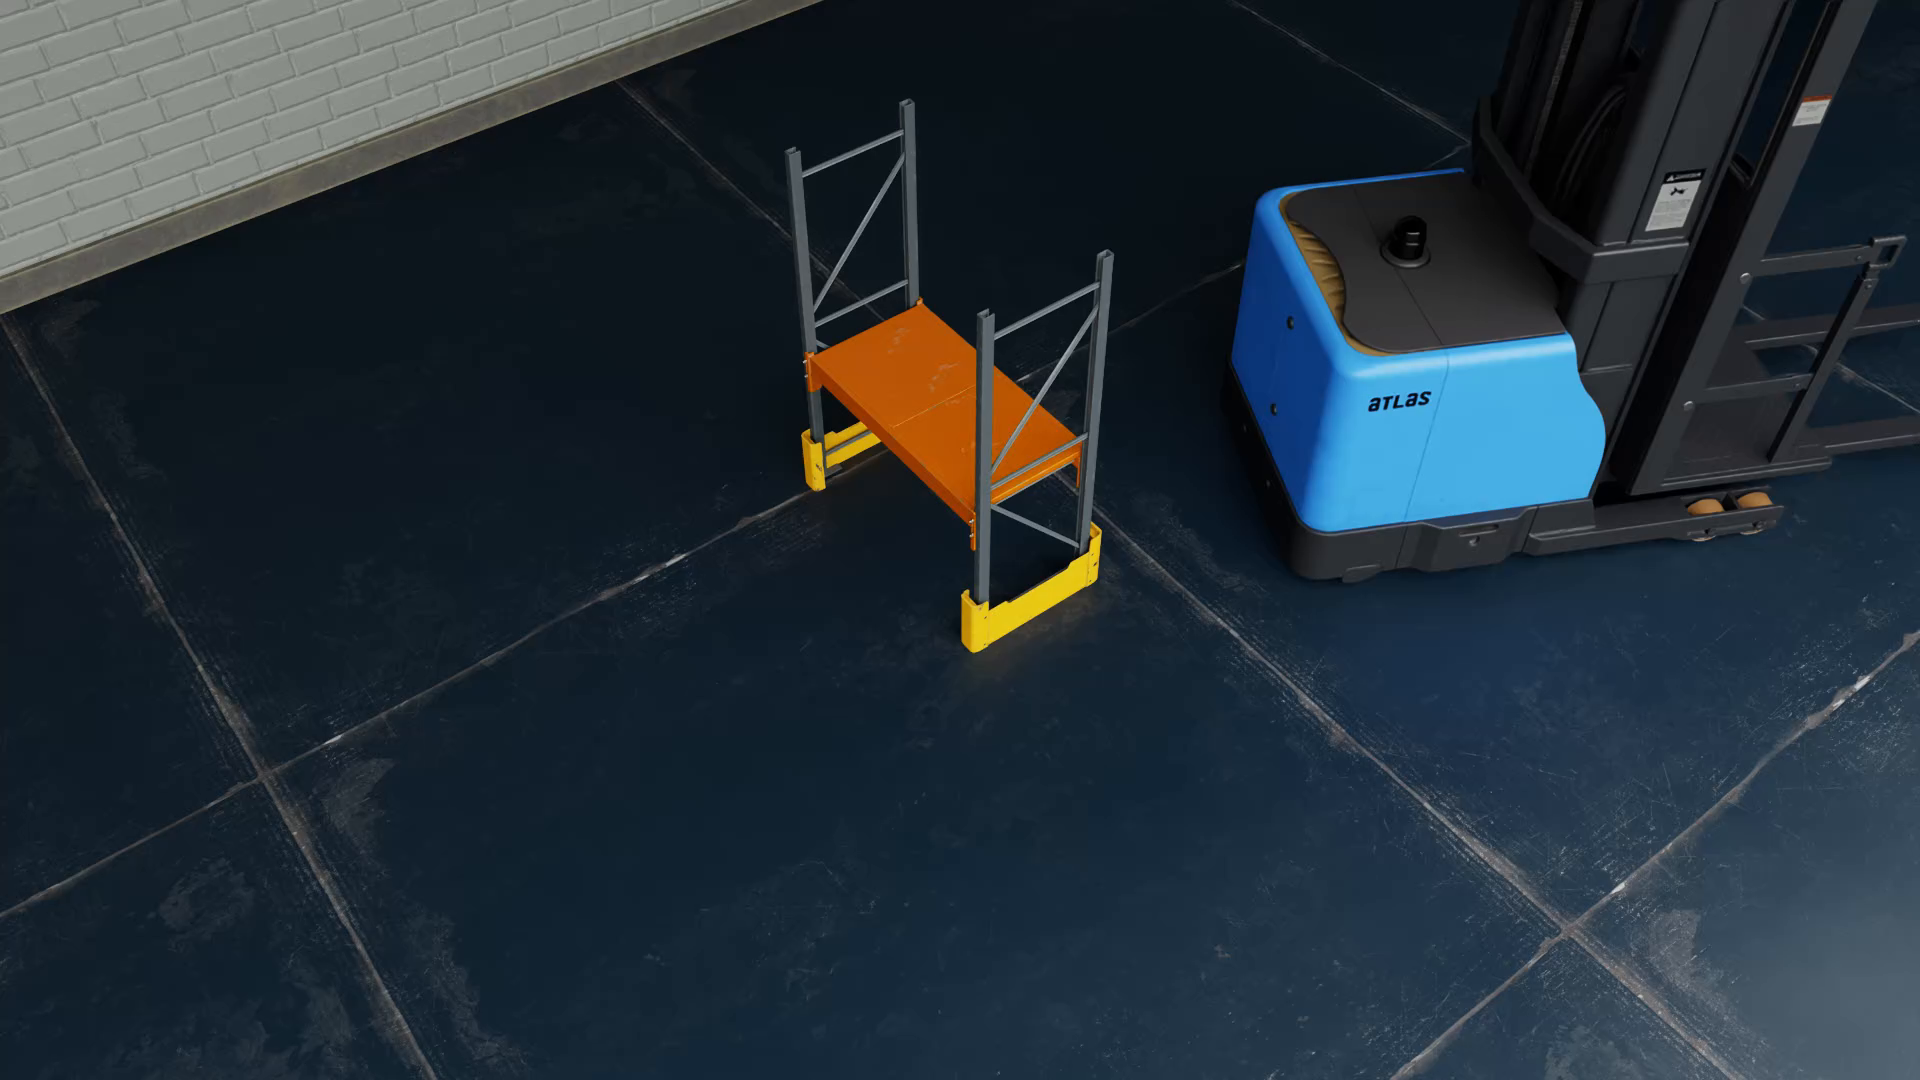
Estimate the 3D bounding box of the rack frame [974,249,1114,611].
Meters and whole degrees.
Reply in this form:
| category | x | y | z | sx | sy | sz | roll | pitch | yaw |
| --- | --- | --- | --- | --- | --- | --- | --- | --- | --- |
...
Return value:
| category | x | y | z | sx | sy | sz | roll | pitch | yaw |
| --- | --- | --- | --- | --- | --- | --- | --- | --- | --- |
| rack frame | 0.256 | -0.254 | 5.468 | 0.500 | 1.500 | 0.032 | -29 | 54 | -24 |

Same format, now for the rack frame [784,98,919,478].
| category | x | y | z | sx | sy | sz | roll | pitch | yaw |
| --- | --- | --- | --- | --- | --- | --- | --- | --- | --- |
| rack frame | -0.359 | -0.854 | 6.012 | 0.500 | 1.500 | 0.032 | -29 | 54 | -24 |

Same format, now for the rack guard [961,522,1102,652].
| category | x | y | z | sx | sy | sz | roll | pitch | yaw |
| --- | --- | --- | --- | --- | --- | --- | --- | --- | --- |
| rack guard | 0.255 | 0.165 | 5.932 | 0.587 | 0.250 | 0.087 | -29 | 54 | -24 |

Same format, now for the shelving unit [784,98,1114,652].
| category | x | y | z | sx | sy | sz | roll | pitch | yaw |
| --- | --- | --- | --- | --- | --- | --- | --- | --- | --- |
| shelving unit | -0.046 | -0.549 | 5.735 | 0.587 | 1.500 | 1.083 | -29 | 54 | -24 |

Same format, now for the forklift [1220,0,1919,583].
| category | x | y | z | sx | sy | sz | roll | pitch | yaw |
| --- | --- | --- | --- | --- | --- | --- | --- | --- | --- |
| forklift | 2.607 | -1.360 | 5.504 | 3.031 | 2.935 | 1.130 | -8 | 48 | -7 |

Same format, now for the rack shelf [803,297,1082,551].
| category | x | y | z | sx | sy | sz | roll | pitch | yaw |
| --- | --- | --- | --- | --- | --- | --- | --- | --- | --- |
| rack shelf | -0.052 | -0.433 | 5.873 | 0.538 | 0.185 | 1.000 | -29 | 54 | -24 |

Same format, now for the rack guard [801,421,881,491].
| category | x | y | z | sx | sy | sz | roll | pitch | yaw |
| --- | --- | --- | --- | --- | --- | --- | --- | --- | --- |
| rack guard | -0.348 | -0.423 | 6.464 | 0.587 | 0.250 | 0.087 | -29 | 54 | -24 |
